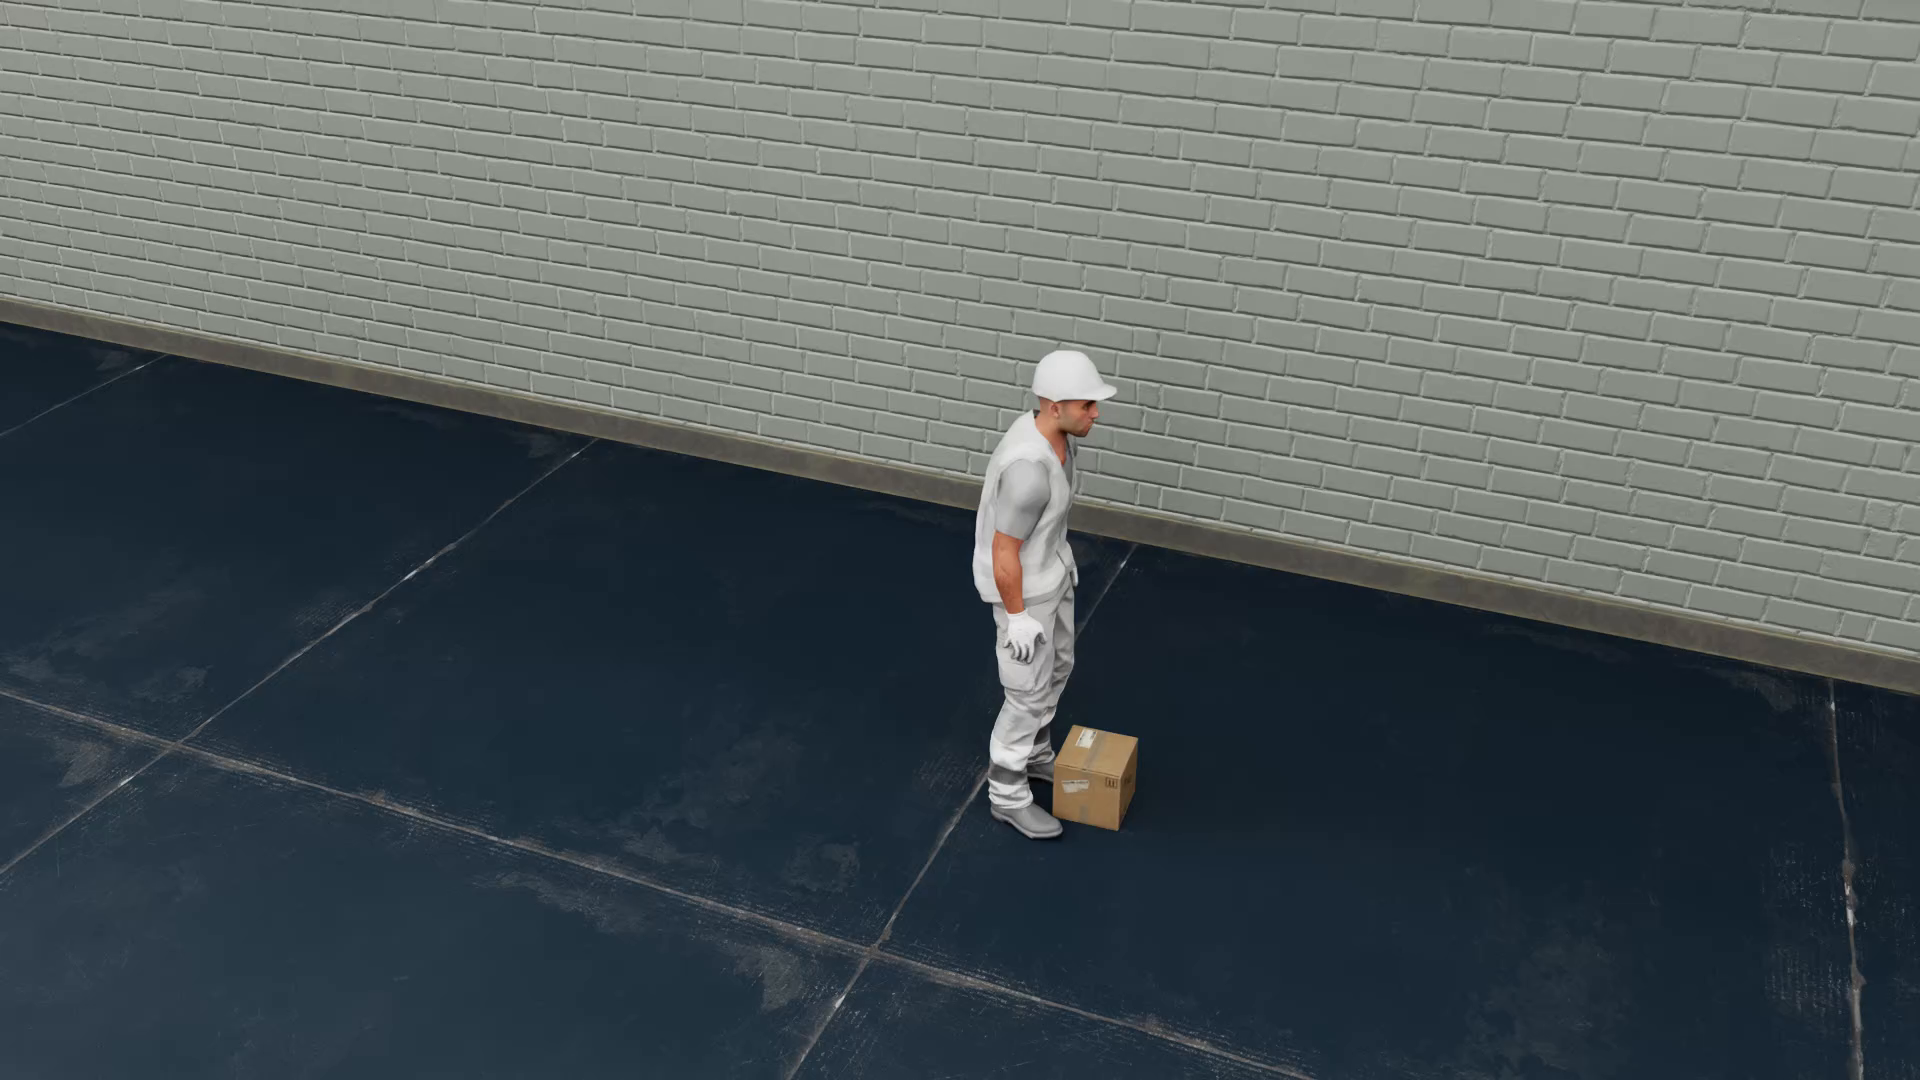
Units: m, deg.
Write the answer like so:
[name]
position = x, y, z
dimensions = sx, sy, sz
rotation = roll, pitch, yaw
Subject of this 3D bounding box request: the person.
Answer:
[person]
position = 0.284, 0.170, 5.811
dimensions = 0.453, 1.777, 0.608
rotation = 10, 31, 17
